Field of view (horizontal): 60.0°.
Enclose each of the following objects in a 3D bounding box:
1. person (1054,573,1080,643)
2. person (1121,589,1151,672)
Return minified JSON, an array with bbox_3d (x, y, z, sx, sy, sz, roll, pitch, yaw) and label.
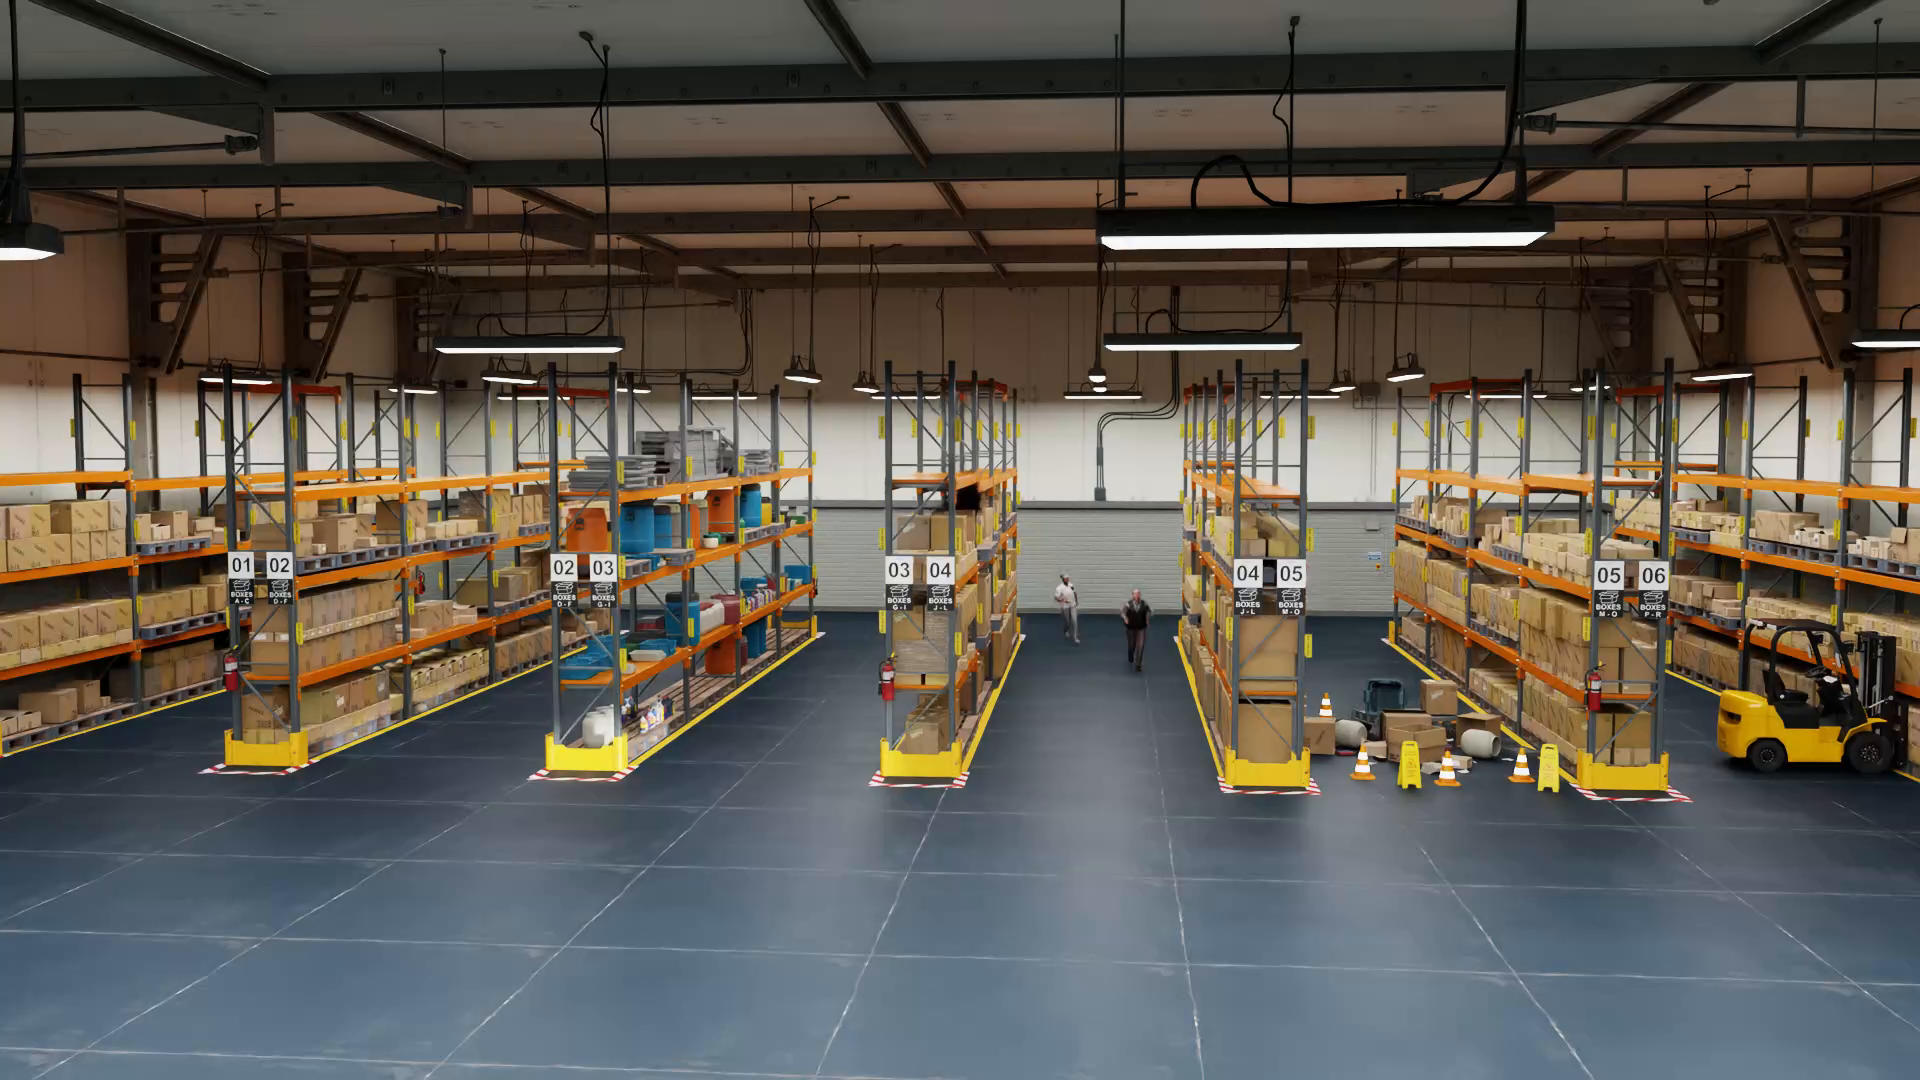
[{"bbox_3d":[2.521,1.595,39.470,0.619,1.668,0.783,-1,4,-20],"label":"person"},{"bbox_3d":[3.691,1.864,34.842,0.650,1.702,0.876,0,4,0],"label":"person"}]
